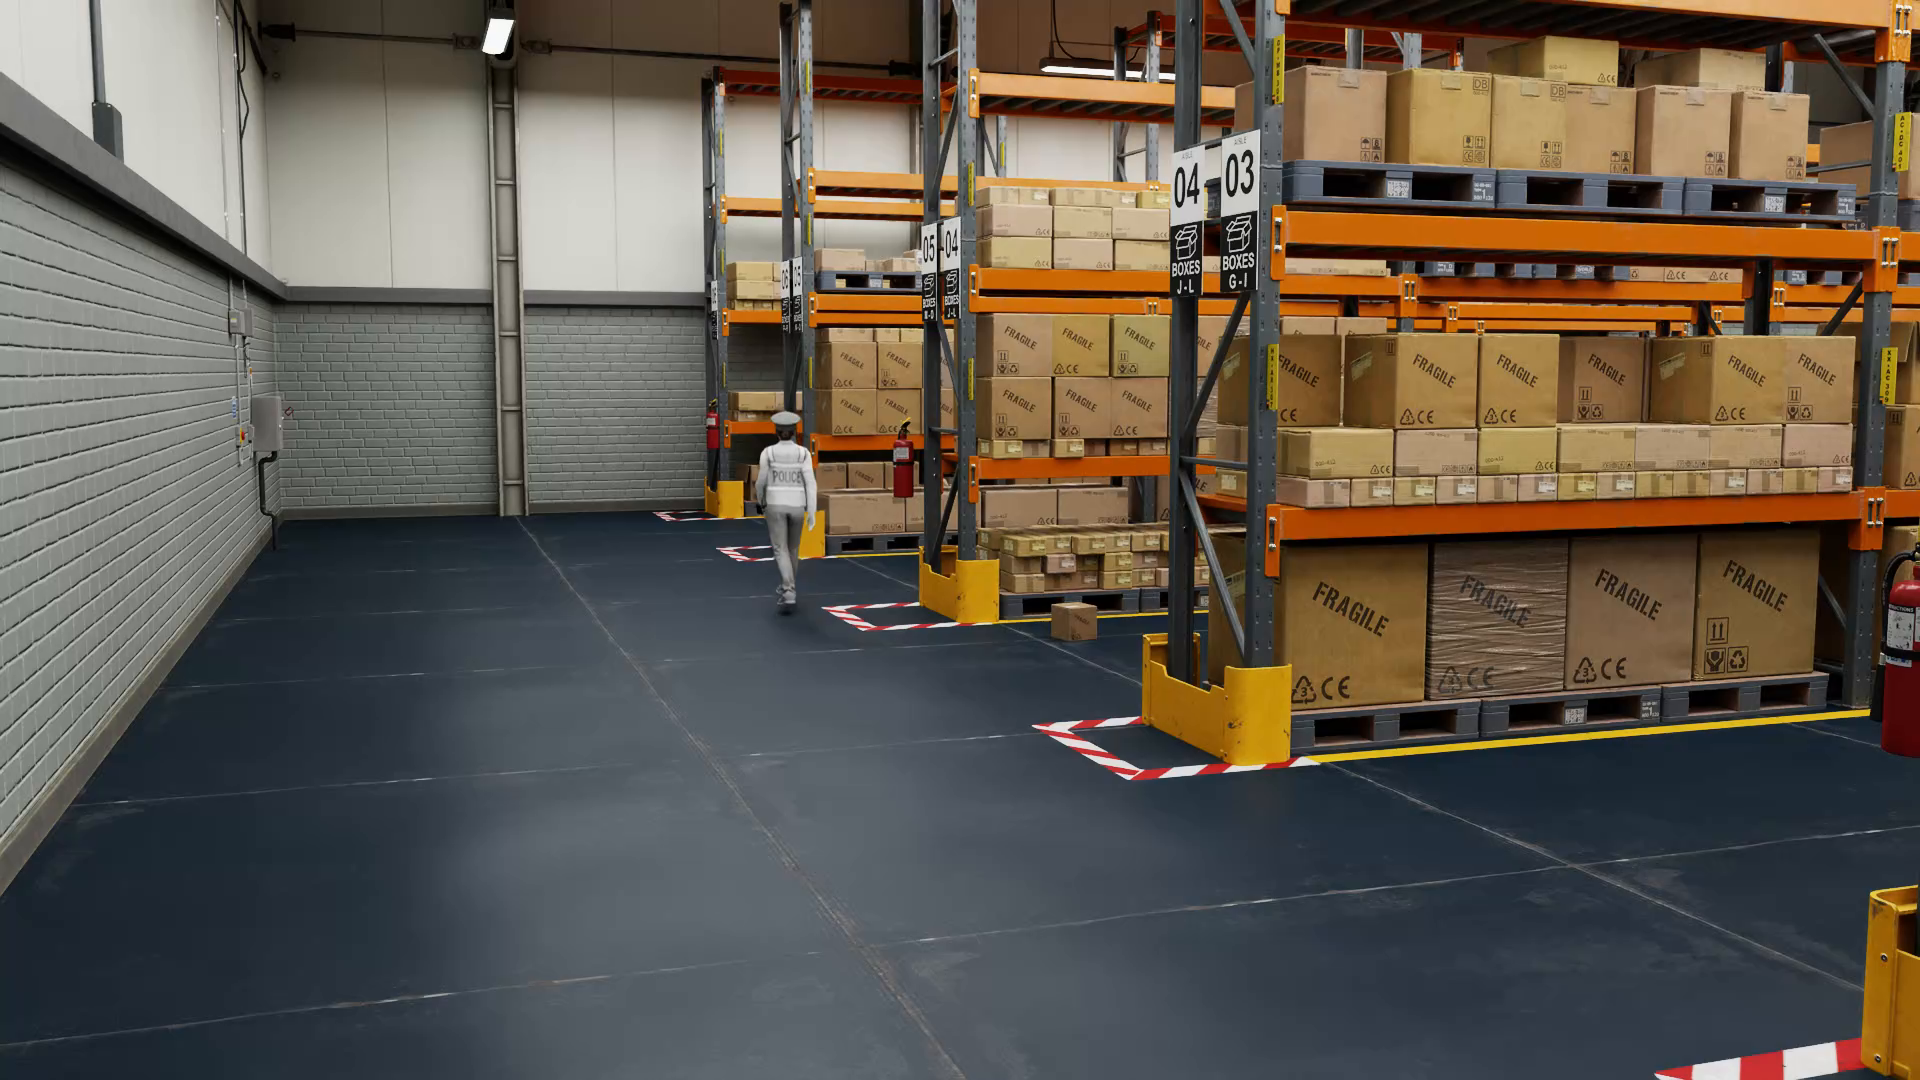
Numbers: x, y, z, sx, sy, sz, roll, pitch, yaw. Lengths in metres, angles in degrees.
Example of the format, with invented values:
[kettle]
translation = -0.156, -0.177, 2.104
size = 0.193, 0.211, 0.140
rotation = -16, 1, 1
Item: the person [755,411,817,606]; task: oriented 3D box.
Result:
[person]
translation = -1.492, -0.281, 14.098
size = 0.479, 1.615, 1.036
rotation = -2, 6, -20
